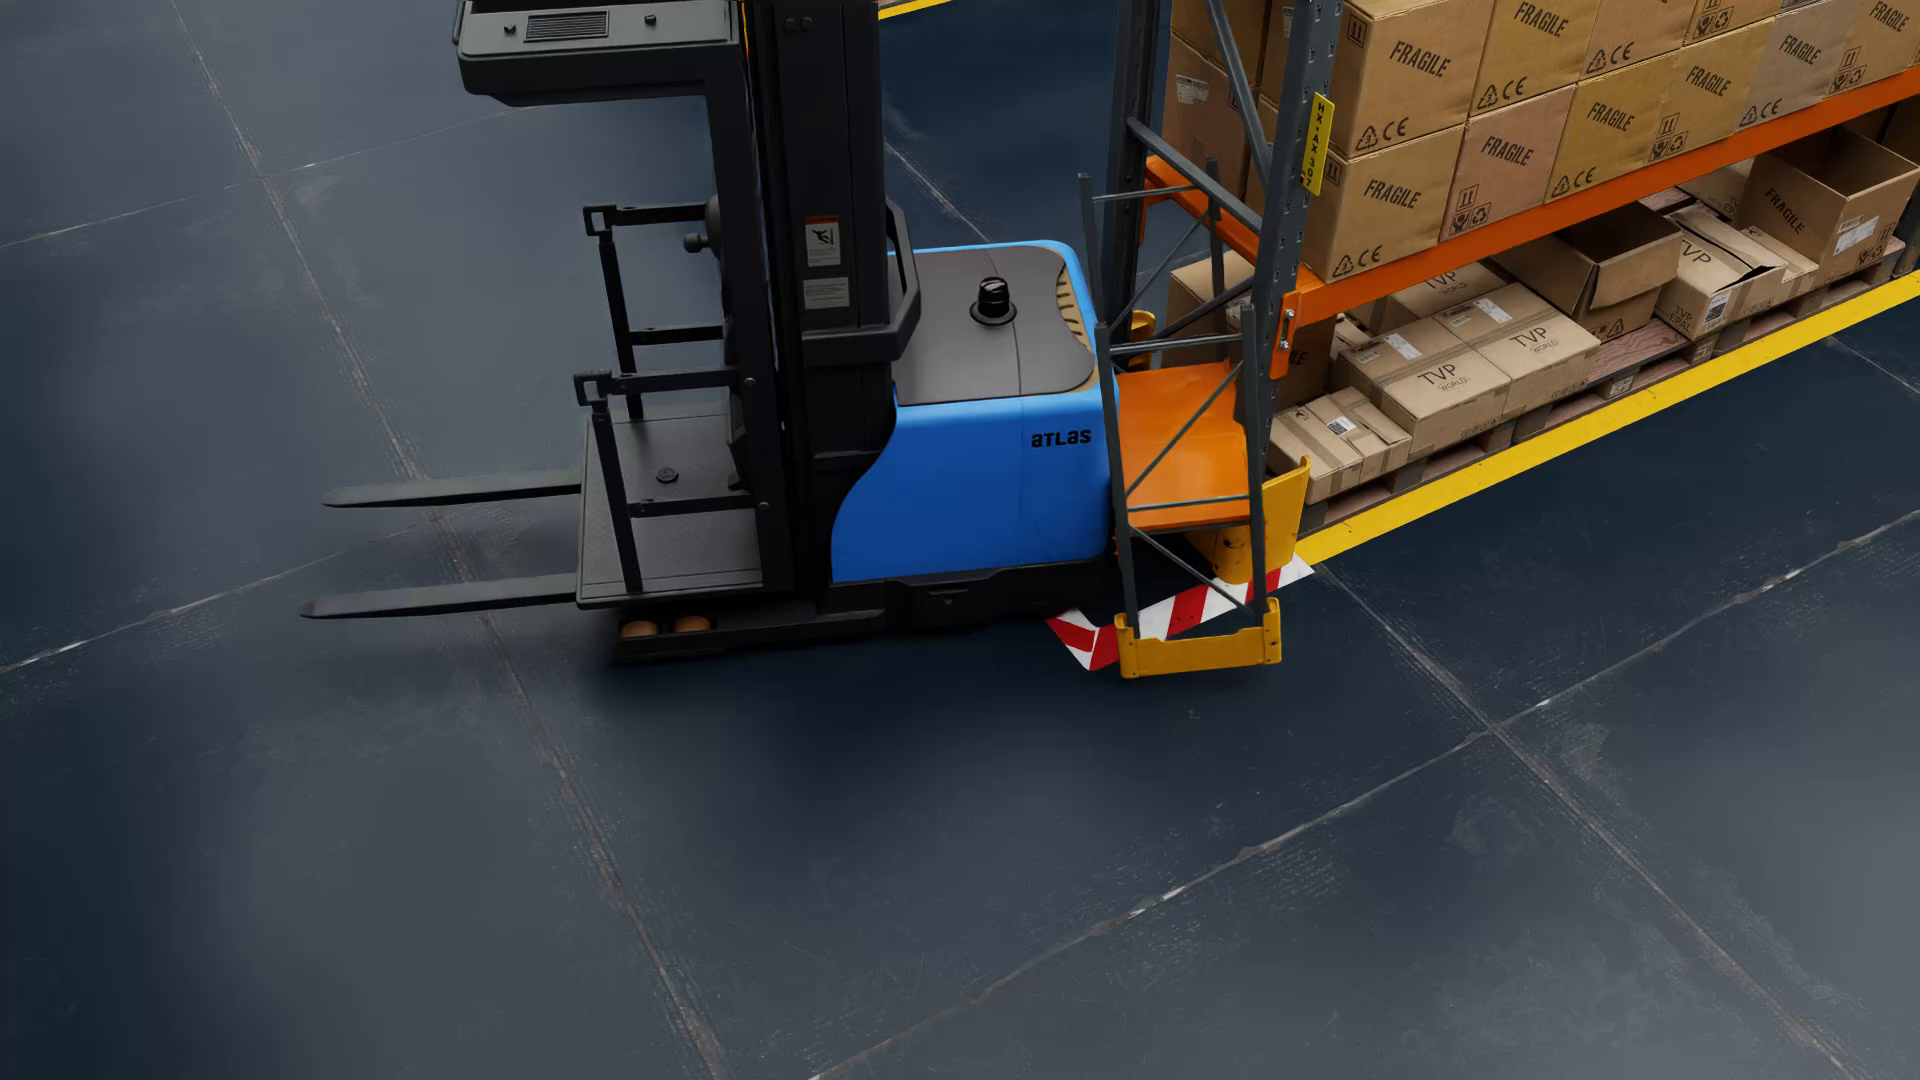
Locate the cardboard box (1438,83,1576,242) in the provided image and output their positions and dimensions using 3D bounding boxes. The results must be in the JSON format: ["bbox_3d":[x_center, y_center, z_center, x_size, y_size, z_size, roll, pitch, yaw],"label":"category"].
[{"bbox_3d":[1.818,-1.482,6.051,0.500,0.500,0.500,-22,48,-21],"label":"cardboard box"}]

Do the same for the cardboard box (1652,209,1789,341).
[{"bbox_3d":[3.322,-1.221,7.469,0.500,0.311,0.500,-22,48,-21],"label":"cardboard box"}]

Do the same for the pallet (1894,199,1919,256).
[{"bbox_3d":[5.012,-1.961,8.619,1.213,0.211,1.003,-22,48,-21],"label":"pallet"}]

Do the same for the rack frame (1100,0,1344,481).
[{"bbox_3d":[0.857,-1.269,5.904,0.127,3.000,1.000,-22,48,-21],"label":"rack frame"}]

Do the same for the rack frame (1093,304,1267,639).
[{"bbox_3d":[0.775,-0.122,5.650,0.500,1.500,0.032,-6,39,6],"label":"rack frame"}]

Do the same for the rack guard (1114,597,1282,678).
[{"bbox_3d":[0.866,0.357,6.042,0.587,0.250,0.087,-6,39,6],"label":"rack guard"}]

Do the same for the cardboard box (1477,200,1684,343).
[{"bbox_3d":[2.699,-1.264,7.375,0.637,0.503,0.797,-22,48,-21],"label":"cardboard box"}]

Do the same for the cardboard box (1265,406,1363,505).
[{"bbox_3d":[1.391,-0.342,6.679,0.250,0.149,0.380,-22,48,-21],"label":"cardboard box"}]

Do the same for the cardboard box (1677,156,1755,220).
[{"bbox_3d":[3.854,-1.835,8.102,0.500,0.311,0.500,-22,48,-21],"label":"cardboard box"}]

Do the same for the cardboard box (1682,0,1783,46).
[{"bbox_3d":[2.699,-2.192,6.065,0.500,0.500,0.500,-22,48,-21],"label":"cardboard box"}]

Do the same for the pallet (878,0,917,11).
[{"bbox_3d":[-0.873,-3.524,10.229,1.213,0.211,1.003,-22,48,-21],"label":"pallet"}]

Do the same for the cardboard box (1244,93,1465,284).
[{"bbox_3d":[1.373,-1.300,5.864,0.500,0.500,0.500,-21,48,-20],"label":"cardboard box"}]

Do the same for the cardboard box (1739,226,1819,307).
[{"bbox_3d":[3.677,-1.256,7.622,0.250,0.149,0.380,-22,48,-21],"label":"cardboard box"}]

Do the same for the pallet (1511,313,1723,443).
[{"bbox_3d":[2.670,-0.992,7.621,1.213,0.211,1.003,-22,48,-21],"label":"pallet"}]

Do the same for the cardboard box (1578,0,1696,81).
[{"bbox_3d":[2.259,-2.015,5.883,0.500,0.500,0.500,-21,48,-20],"label":"cardboard box"}]

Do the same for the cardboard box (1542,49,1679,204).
[{"bbox_3d":[2.254,-1.654,6.229,0.500,0.500,0.500,-22,48,-21],"label":"cardboard box"}]

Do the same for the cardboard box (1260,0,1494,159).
[{"bbox_3d":[1.373,-1.659,5.515,0.500,0.500,0.500,-20,48,-20],"label":"cardboard box"}]

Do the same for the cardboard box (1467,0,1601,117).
[{"bbox_3d":[1.823,-1.844,5.707,0.500,0.500,0.500,-21,48,-21],"label":"cardboard box"}]

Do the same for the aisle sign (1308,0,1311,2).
[{"bbox_3d":[0.944,-2.001,4.791,0.004,0.787,0.394,-22,48,-21],"label":"aisle sign"}]

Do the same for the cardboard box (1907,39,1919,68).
[{"bbox_3d":[4.020,-2.364,6.961,0.500,0.500,0.500,-21,48,-20],"label":"cardboard box"}]

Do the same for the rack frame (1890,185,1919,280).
[{"bbox_3d":[4.325,-2.657,7.334,0.127,3.000,1.000,-22,48,-21],"label":"rack frame"}]

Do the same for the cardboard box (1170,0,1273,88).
[{"bbox_3d":[1.106,-1.984,5.851,0.500,0.500,0.500,-22,48,-21],"label":"cardboard box"}]

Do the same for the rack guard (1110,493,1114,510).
[{"bbox_3d":[0.874,-0.273,6.813,0.587,0.250,0.087,-6,39,6],"label":"rack guard"}]

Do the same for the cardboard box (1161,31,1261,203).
[{"bbox_3d":[1.110,-1.625,6.199,0.500,0.500,0.500,-20,48,-20],"label":"cardboard box"}]

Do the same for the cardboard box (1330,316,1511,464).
[{"bbox_3d":[1.903,-0.631,6.905,0.500,0.250,0.500,-22,48,-21],"label":"cardboard box"}]

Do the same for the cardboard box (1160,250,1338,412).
[{"bbox_3d":[1.206,-0.867,6.969,0.500,0.500,0.500,-22,48,-21],"label":"cardboard box"}]

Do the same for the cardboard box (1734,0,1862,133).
[{"bbox_3d":[3.129,-2.005,6.590,0.500,0.500,0.500,-21,48,-20],"label":"cardboard box"}]

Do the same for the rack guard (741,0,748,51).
[{"bbox_3d":[-1.622,-3.348,9.841,0.348,0.500,1.175,-22,48,-21],"label":"rack guard"}]

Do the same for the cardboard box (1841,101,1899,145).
[{"bbox_3d":[4.610,-2.262,8.406,0.500,0.500,0.500,-22,48,-21],"label":"cardboard box"}]

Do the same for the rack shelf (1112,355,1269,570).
[{"bbox_3d":[0.805,-0.306,6.157,0.538,0.185,1.000,-6,39,6],"label":"rack shelf"}]

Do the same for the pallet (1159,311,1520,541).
[{"bbox_3d":[1.614,-0.572,7.188,1.213,0.211,1.003,-22,48,-21],"label":"pallet"}]

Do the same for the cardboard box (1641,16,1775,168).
[{"bbox_3d":[2.689,-1.827,6.407,0.500,0.500,0.500,-21,48,-20],"label":"cardboard box"}]

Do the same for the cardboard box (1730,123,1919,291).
[{"bbox_3d":[3.973,-1.549,7.671,0.500,0.500,0.500,-22,48,-21],"label":"cardboard box"}]

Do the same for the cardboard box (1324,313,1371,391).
[{"bbox_3d":[1.602,-0.834,7.174,0.250,0.166,0.380,-22,48,-21],"label":"cardboard box"}]

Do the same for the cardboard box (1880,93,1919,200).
[{"bbox_3d":[4.866,-1.938,8.073,0.500,0.500,0.500,-24,49,-23],"label":"cardboard box"}]

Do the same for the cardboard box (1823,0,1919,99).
[{"bbox_3d":[3.573,-2.185,6.776,0.500,0.500,0.500,-21,48,-20],"label":"cardboard box"}]

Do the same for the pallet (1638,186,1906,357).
[{"bbox_3d":[3.729,-1.418,8.060,1.213,0.211,1.003,-22,48,-21],"label":"pallet"}]

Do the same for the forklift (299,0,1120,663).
[{"bbox_3d":[-0.986,-0.982,5.657,3.031,2.935,1.130,-5,44,-5],"label":"forklift"}]

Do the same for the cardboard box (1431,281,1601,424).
[{"bbox_3d":[2.337,-0.805,7.084,0.500,0.250,0.500,-22,48,-21],"label":"cardboard box"}]

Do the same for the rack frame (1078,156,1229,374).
[{"bbox_3d":[0.783,-0.765,6.438,0.500,1.500,0.032,-6,39,6],"label":"rack frame"}]

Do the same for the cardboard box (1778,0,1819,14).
[{"bbox_3d":[3.136,-2.366,6.244,0.500,0.500,0.500,-21,48,-21],"label":"cardboard box"}]

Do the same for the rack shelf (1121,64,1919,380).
[{"bbox_3d":[2.591,-1.705,6.869,4.000,0.370,1.077,-22,48,-21],"label":"rack shelf"}]

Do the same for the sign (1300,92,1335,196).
[{"bbox_3d":[1.127,-1.252,5.265,0.005,0.325,0.100,-22,48,-21],"label":"sign"}]

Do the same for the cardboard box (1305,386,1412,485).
[{"bbox_3d":[1.608,-0.435,6.763,0.250,0.166,0.380,-22,48,-21],"label":"cardboard box"}]

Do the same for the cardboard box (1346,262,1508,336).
[{"bbox_3d":[2.044,-1.089,7.377,0.500,0.250,0.500,-22,48,-21],"label":"cardboard box"}]

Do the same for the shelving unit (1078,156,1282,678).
[{"bbox_3d":[0.779,-0.438,6.037,0.587,1.500,1.083,-6,39,6],"label":"shelving unit"}]

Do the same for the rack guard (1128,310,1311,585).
[{"bbox_3d":[0.923,-0.398,6.802,0.348,0.500,1.175,-22,48,-21],"label":"rack guard"}]
